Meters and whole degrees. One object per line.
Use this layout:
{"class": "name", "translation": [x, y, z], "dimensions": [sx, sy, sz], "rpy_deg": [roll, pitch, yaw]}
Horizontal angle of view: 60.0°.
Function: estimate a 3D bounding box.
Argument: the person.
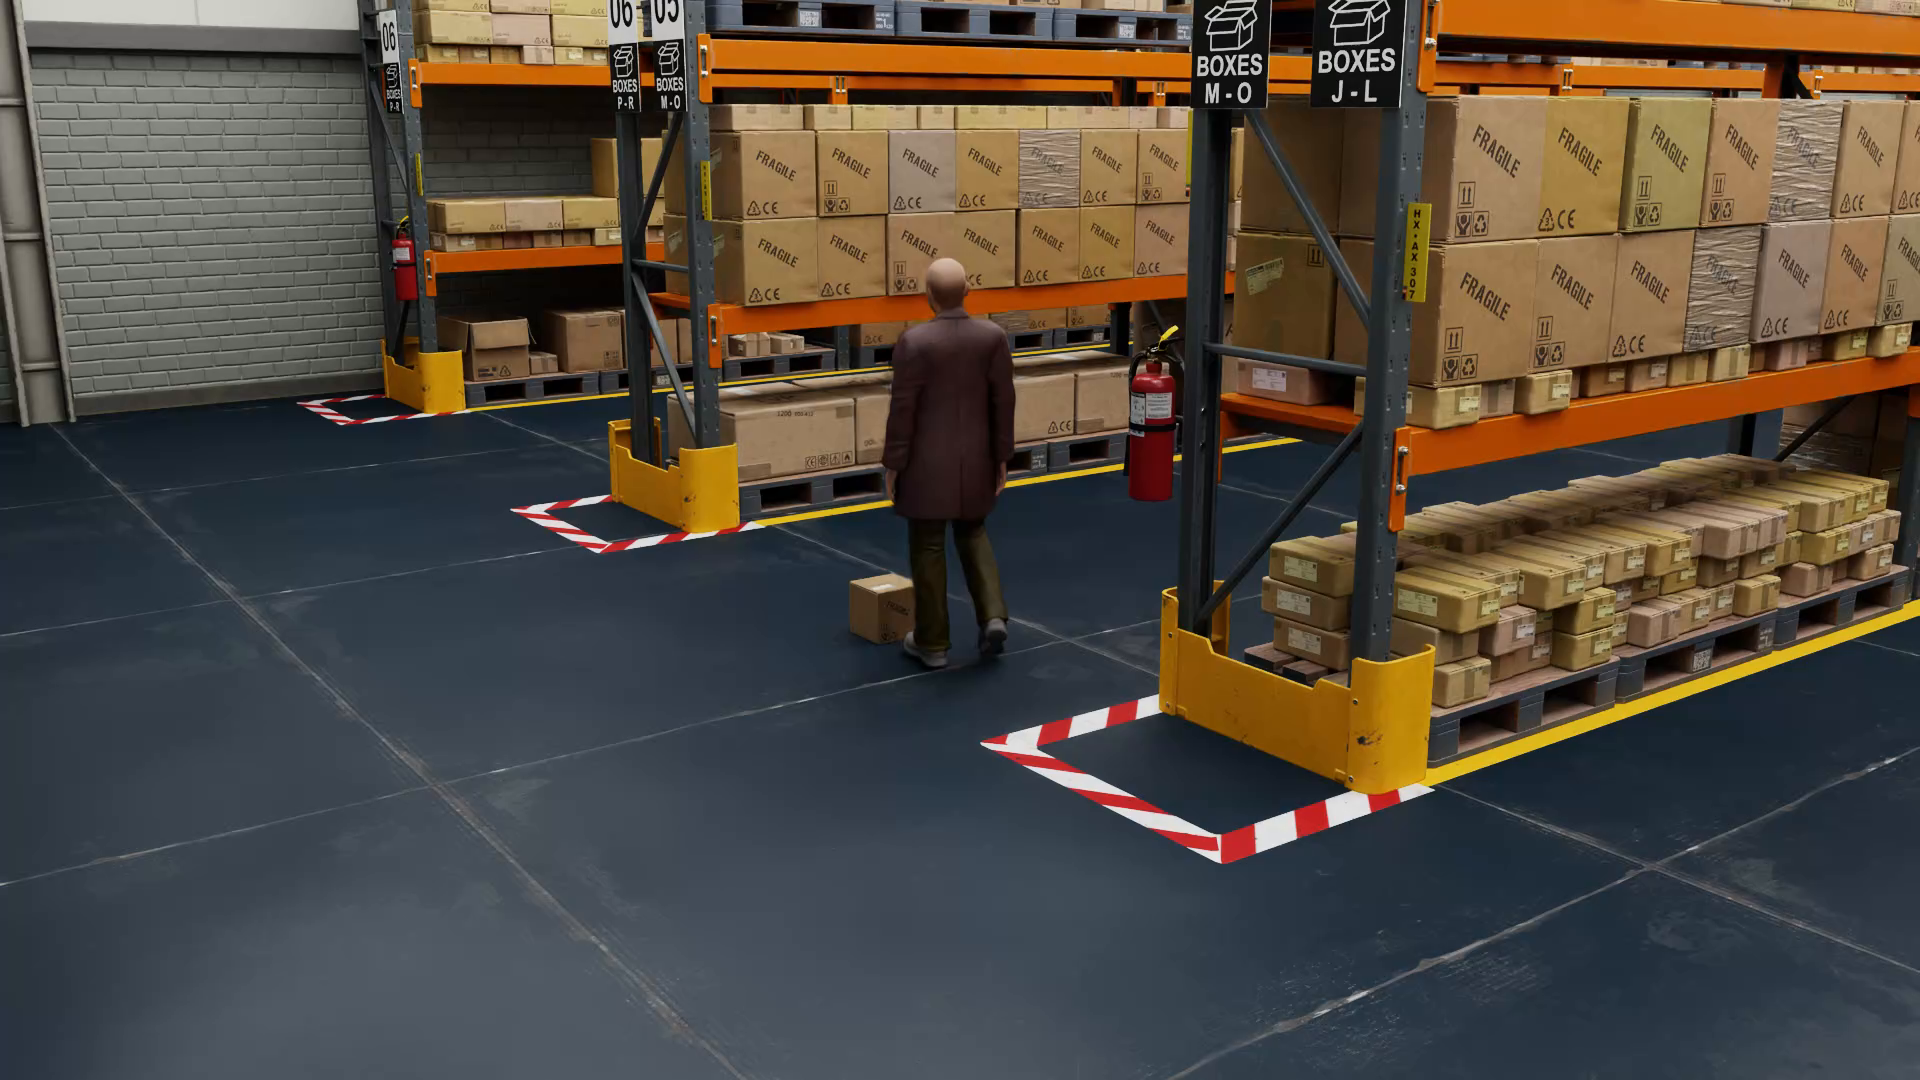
{"class": "person", "translation": [-0.052, -0.312, 7.270], "dimensions": [0.563, 1.779, 0.391], "rpy_deg": [-10, 17, -33]}
